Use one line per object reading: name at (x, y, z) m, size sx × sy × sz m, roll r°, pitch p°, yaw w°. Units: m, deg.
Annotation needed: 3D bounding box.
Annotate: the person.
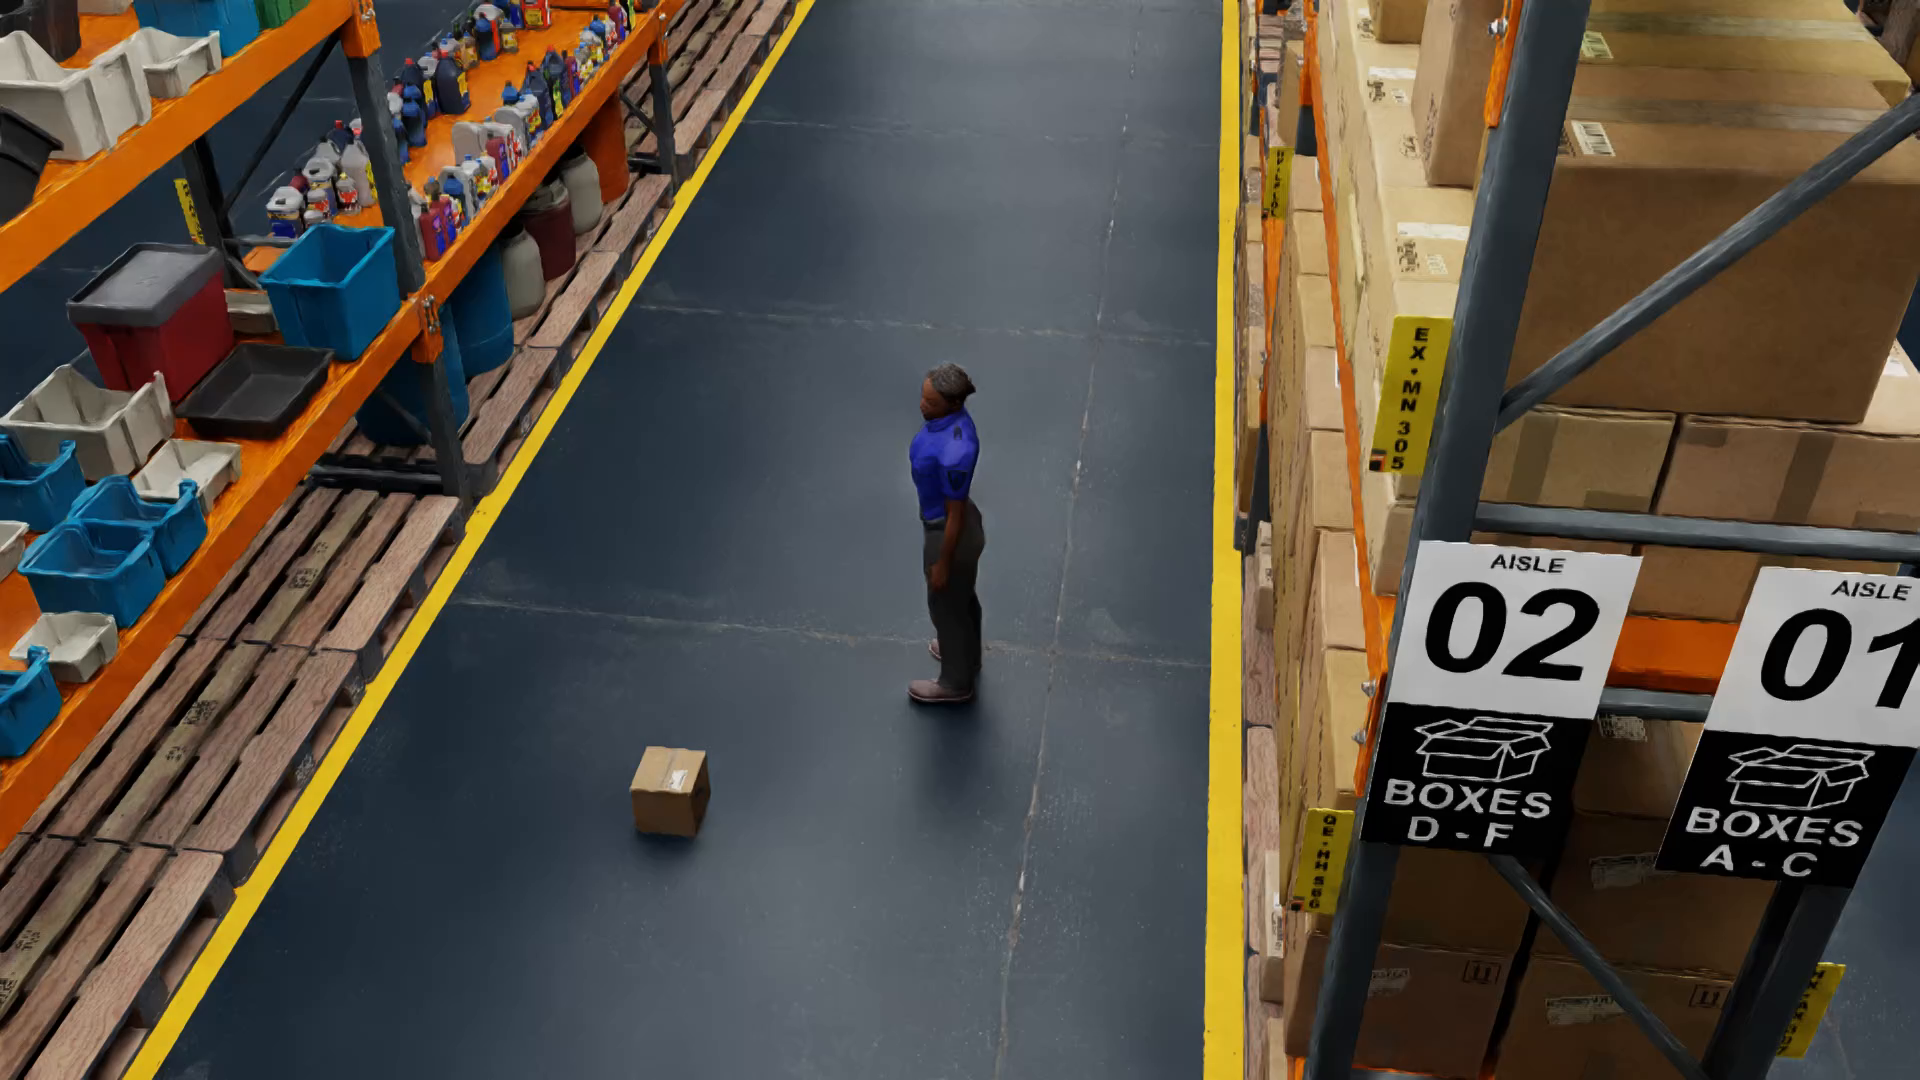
person at (-0.067, -0.031, 7.043) m, size 0.343 × 1.670 × 0.537 m, roll -1°, pitch 36°, yaw -1°
